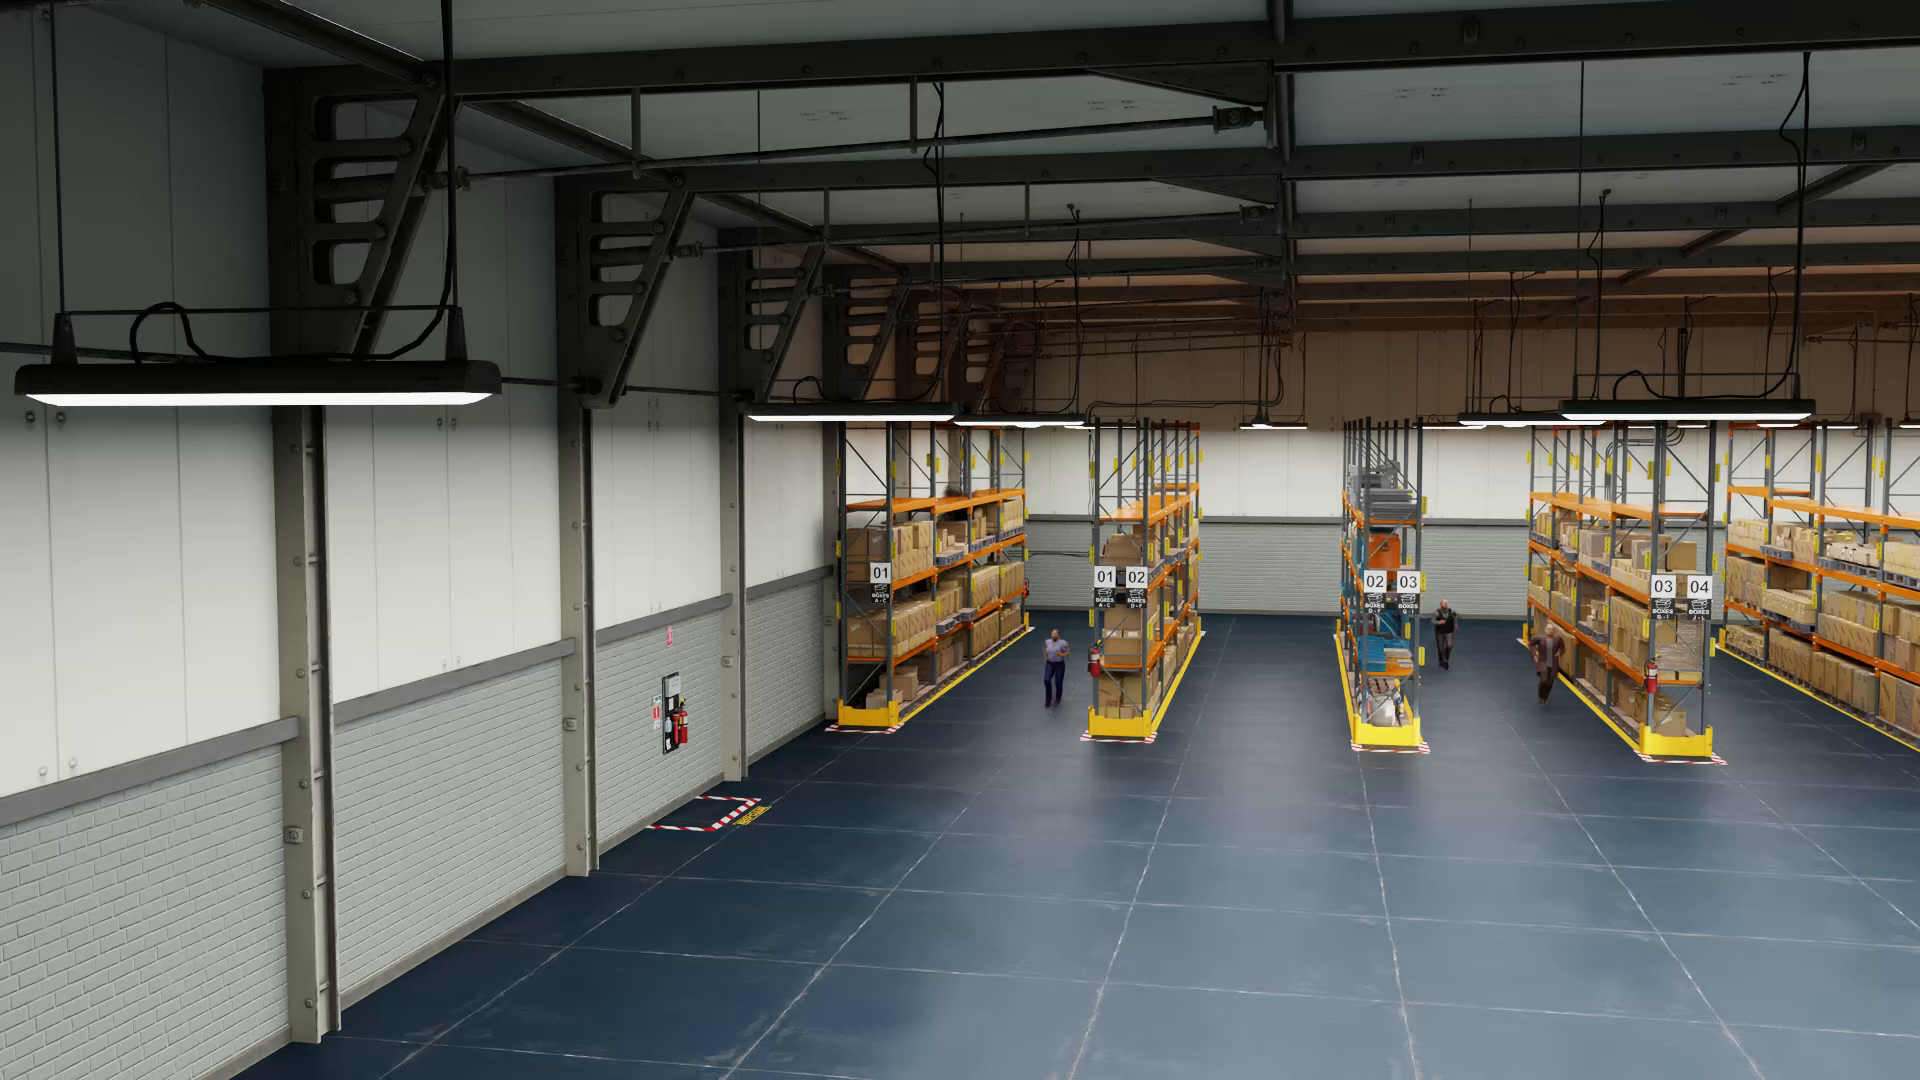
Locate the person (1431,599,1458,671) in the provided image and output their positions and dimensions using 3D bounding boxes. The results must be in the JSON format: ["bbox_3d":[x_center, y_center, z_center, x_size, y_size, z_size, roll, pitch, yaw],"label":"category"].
[{"bbox_3d":[11.658,2.272,40.011,0.681,1.725,0.816,0,4,7],"label":"person"}]

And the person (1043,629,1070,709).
[{"bbox_3d":[2.003,2.672,34.667,0.585,1.678,0.767,1,4,11],"label":"person"}]

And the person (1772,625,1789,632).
[{"bbox_3d":[22.101,2.010,44.829,0.660,1.625,0.820,-2,4,-27],"label":"person"}]

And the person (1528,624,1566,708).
[{"bbox_3d":[12.169,2.610,34.428,0.697,1.758,0.779,0,4,6],"label":"person"}]
